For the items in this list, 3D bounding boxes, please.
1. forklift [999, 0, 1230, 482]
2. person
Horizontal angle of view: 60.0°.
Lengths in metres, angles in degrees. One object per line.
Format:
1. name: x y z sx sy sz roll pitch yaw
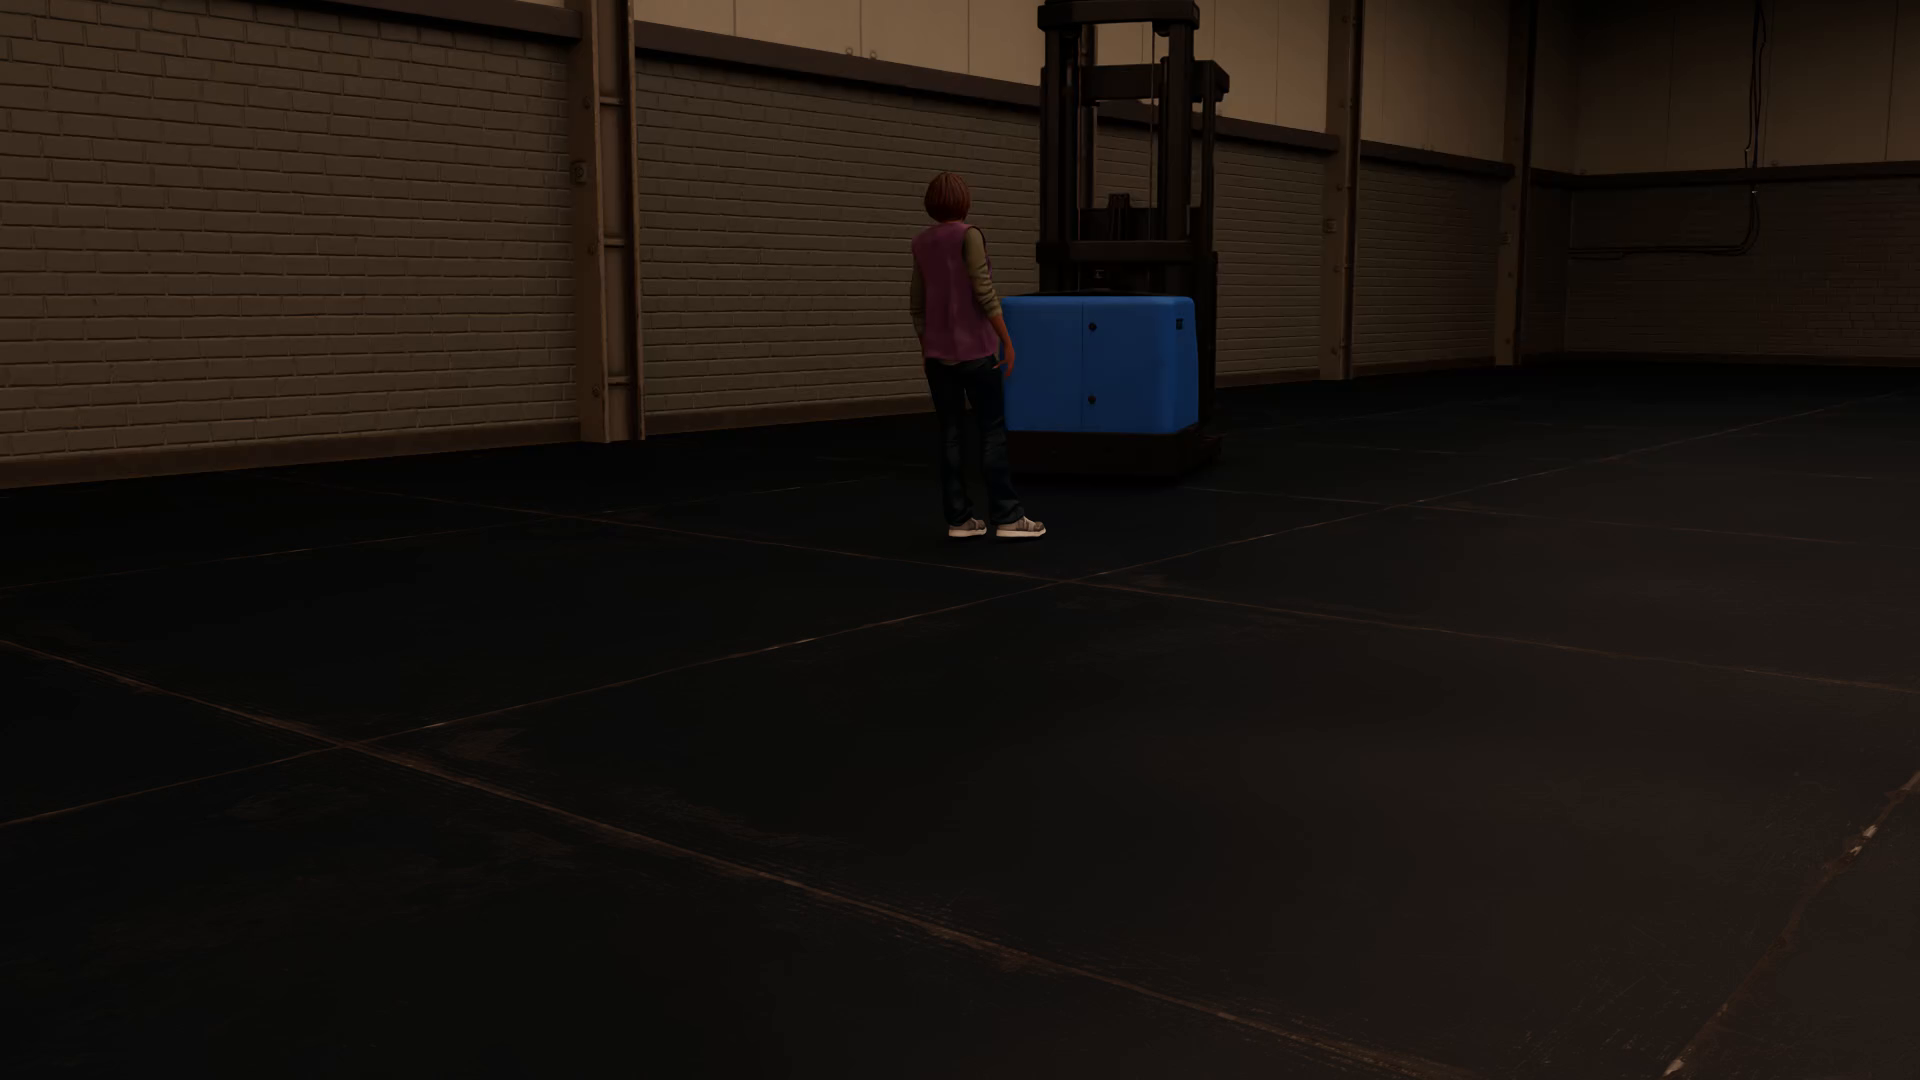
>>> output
1. forklift: 1.109 -1.961 10.682 1.130 2.935 3.031 2 9 16
2. person: 0.058 -0.804 7.337 0.521 1.599 0.473 7 11 38
